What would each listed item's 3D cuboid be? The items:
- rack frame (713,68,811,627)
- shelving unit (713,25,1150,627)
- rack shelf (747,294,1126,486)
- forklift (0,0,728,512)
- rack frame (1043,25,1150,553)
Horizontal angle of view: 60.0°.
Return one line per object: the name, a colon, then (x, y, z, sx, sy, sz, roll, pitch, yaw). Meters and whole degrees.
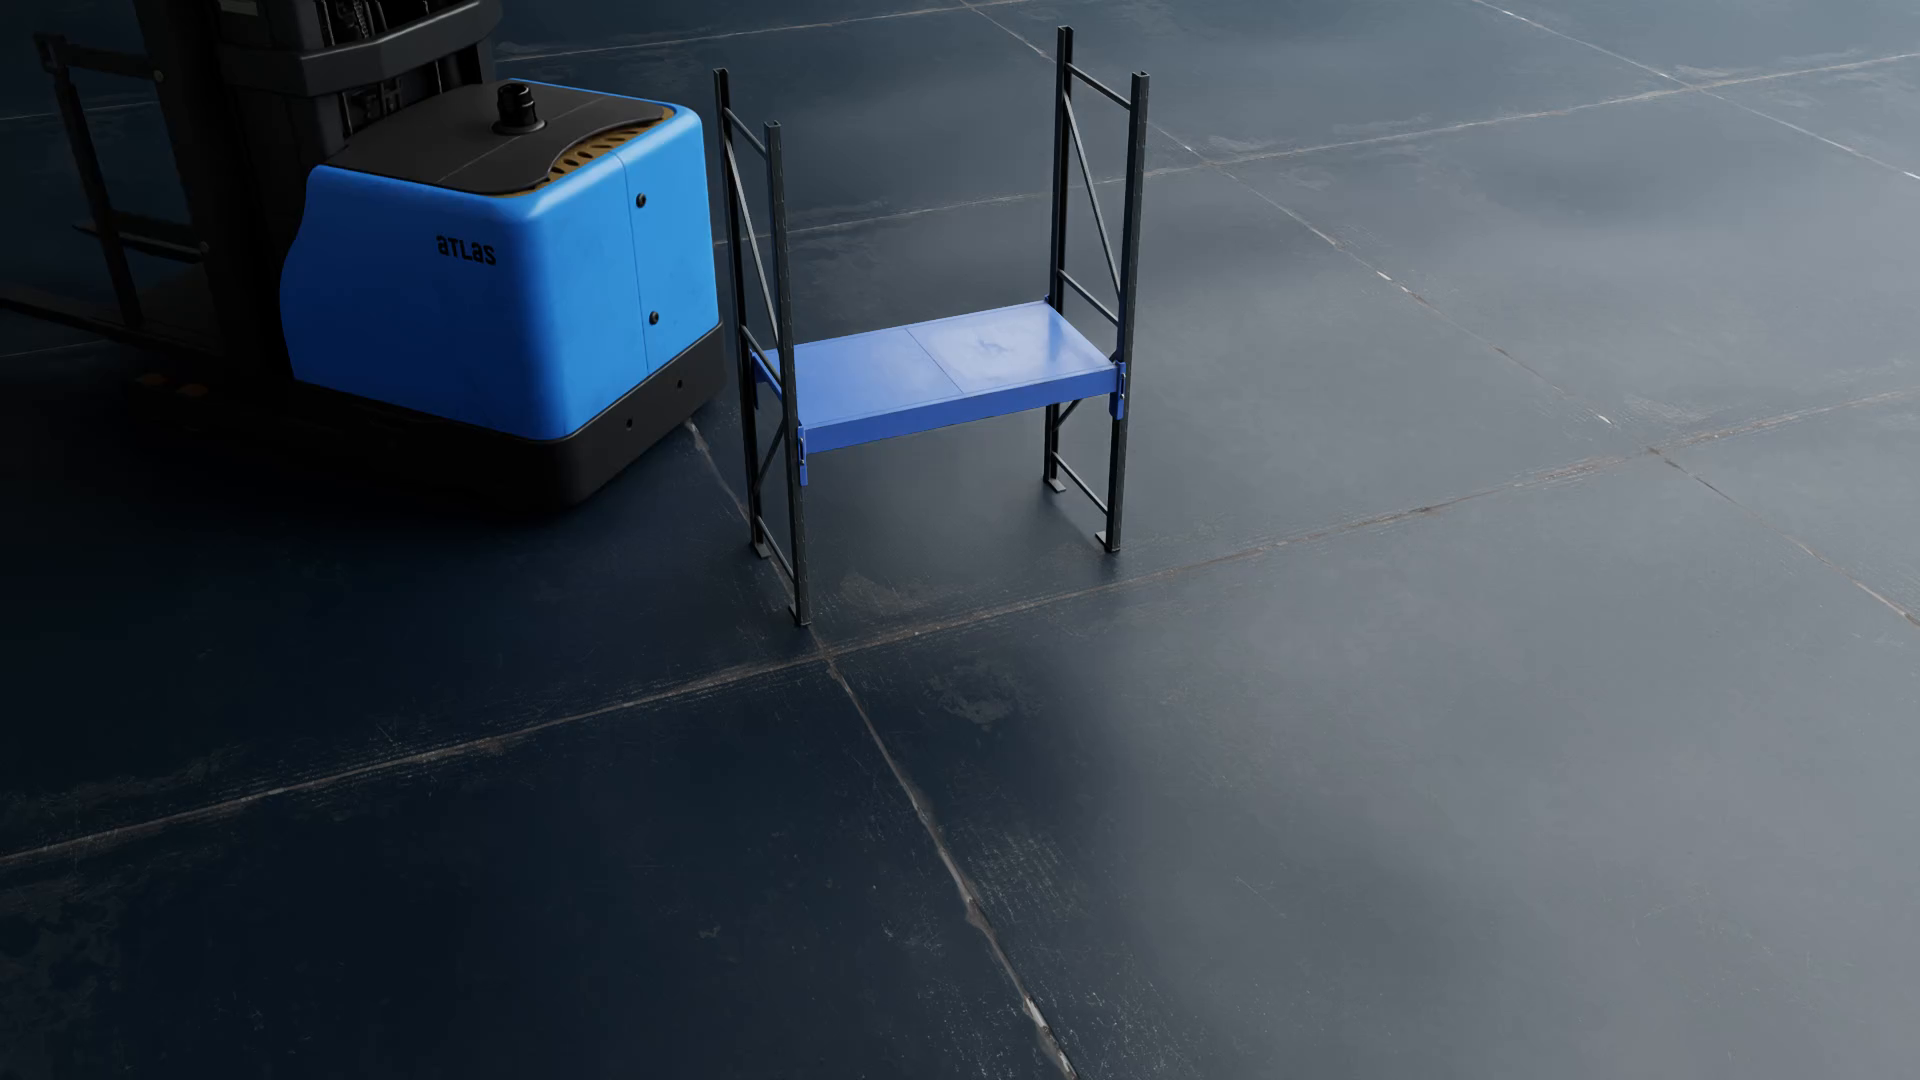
rack frame: (-0.547, -0.503, 4.648, 0.032, 1.500, 0.500, -13, 35, -19)
shelving unit: (-0.079, -0.611, 4.813, 1.048, 1.500, 0.538, -13, 35, -19)
rack shelf: (-0.079, -0.460, 4.911, 1.000, 0.185, 0.538, -13, 35, -19)
forklift: (-2.395, -1.854, 5.413, 3.031, 2.935, 1.130, 14, 36, 21)
rack frame: (0.390, -0.718, 4.978, 0.032, 1.500, 0.500, -13, 35, -19)
